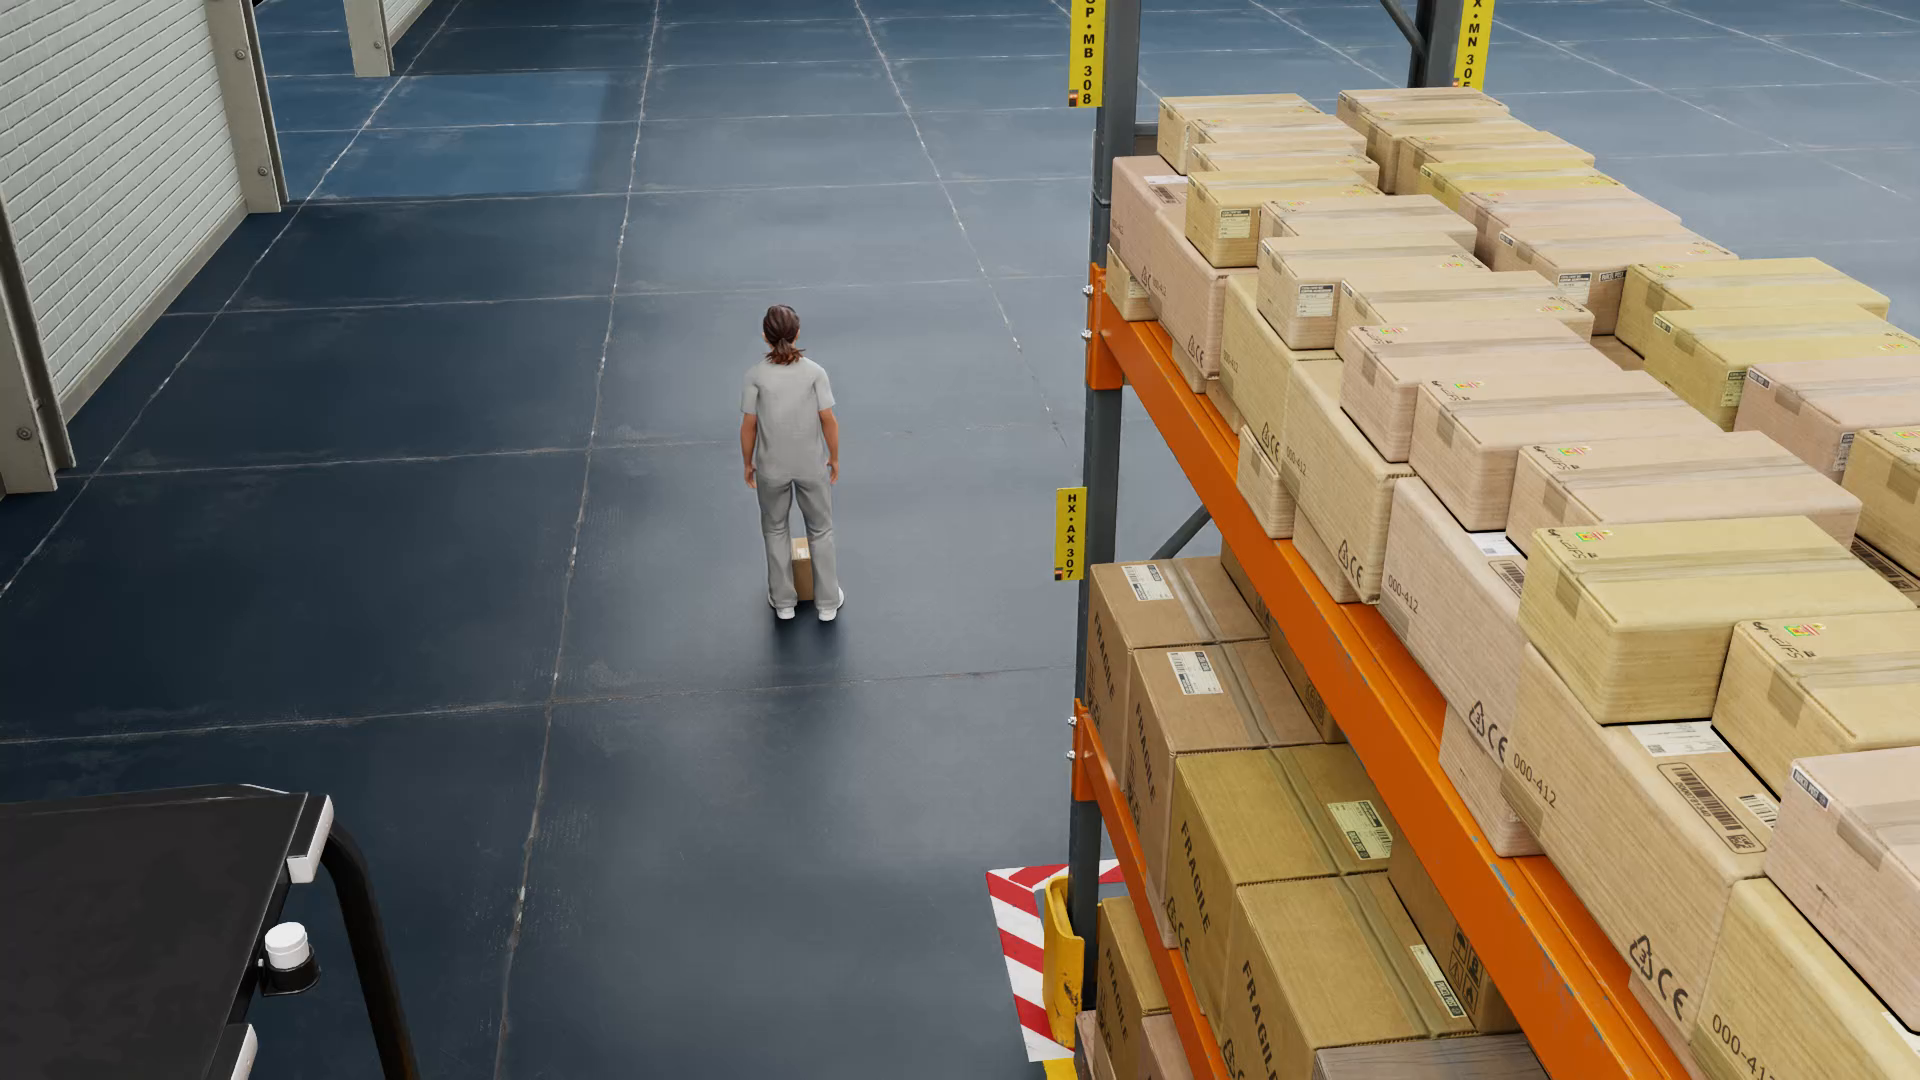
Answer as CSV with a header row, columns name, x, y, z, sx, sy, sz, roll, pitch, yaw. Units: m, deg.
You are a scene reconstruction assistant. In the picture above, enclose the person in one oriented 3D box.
name,x,y,z,sx,sy,sz,roll,pitch,yaw
person,-0.847,-0.373,8.343,0.485,1.672,0.407,-4,27,-7
